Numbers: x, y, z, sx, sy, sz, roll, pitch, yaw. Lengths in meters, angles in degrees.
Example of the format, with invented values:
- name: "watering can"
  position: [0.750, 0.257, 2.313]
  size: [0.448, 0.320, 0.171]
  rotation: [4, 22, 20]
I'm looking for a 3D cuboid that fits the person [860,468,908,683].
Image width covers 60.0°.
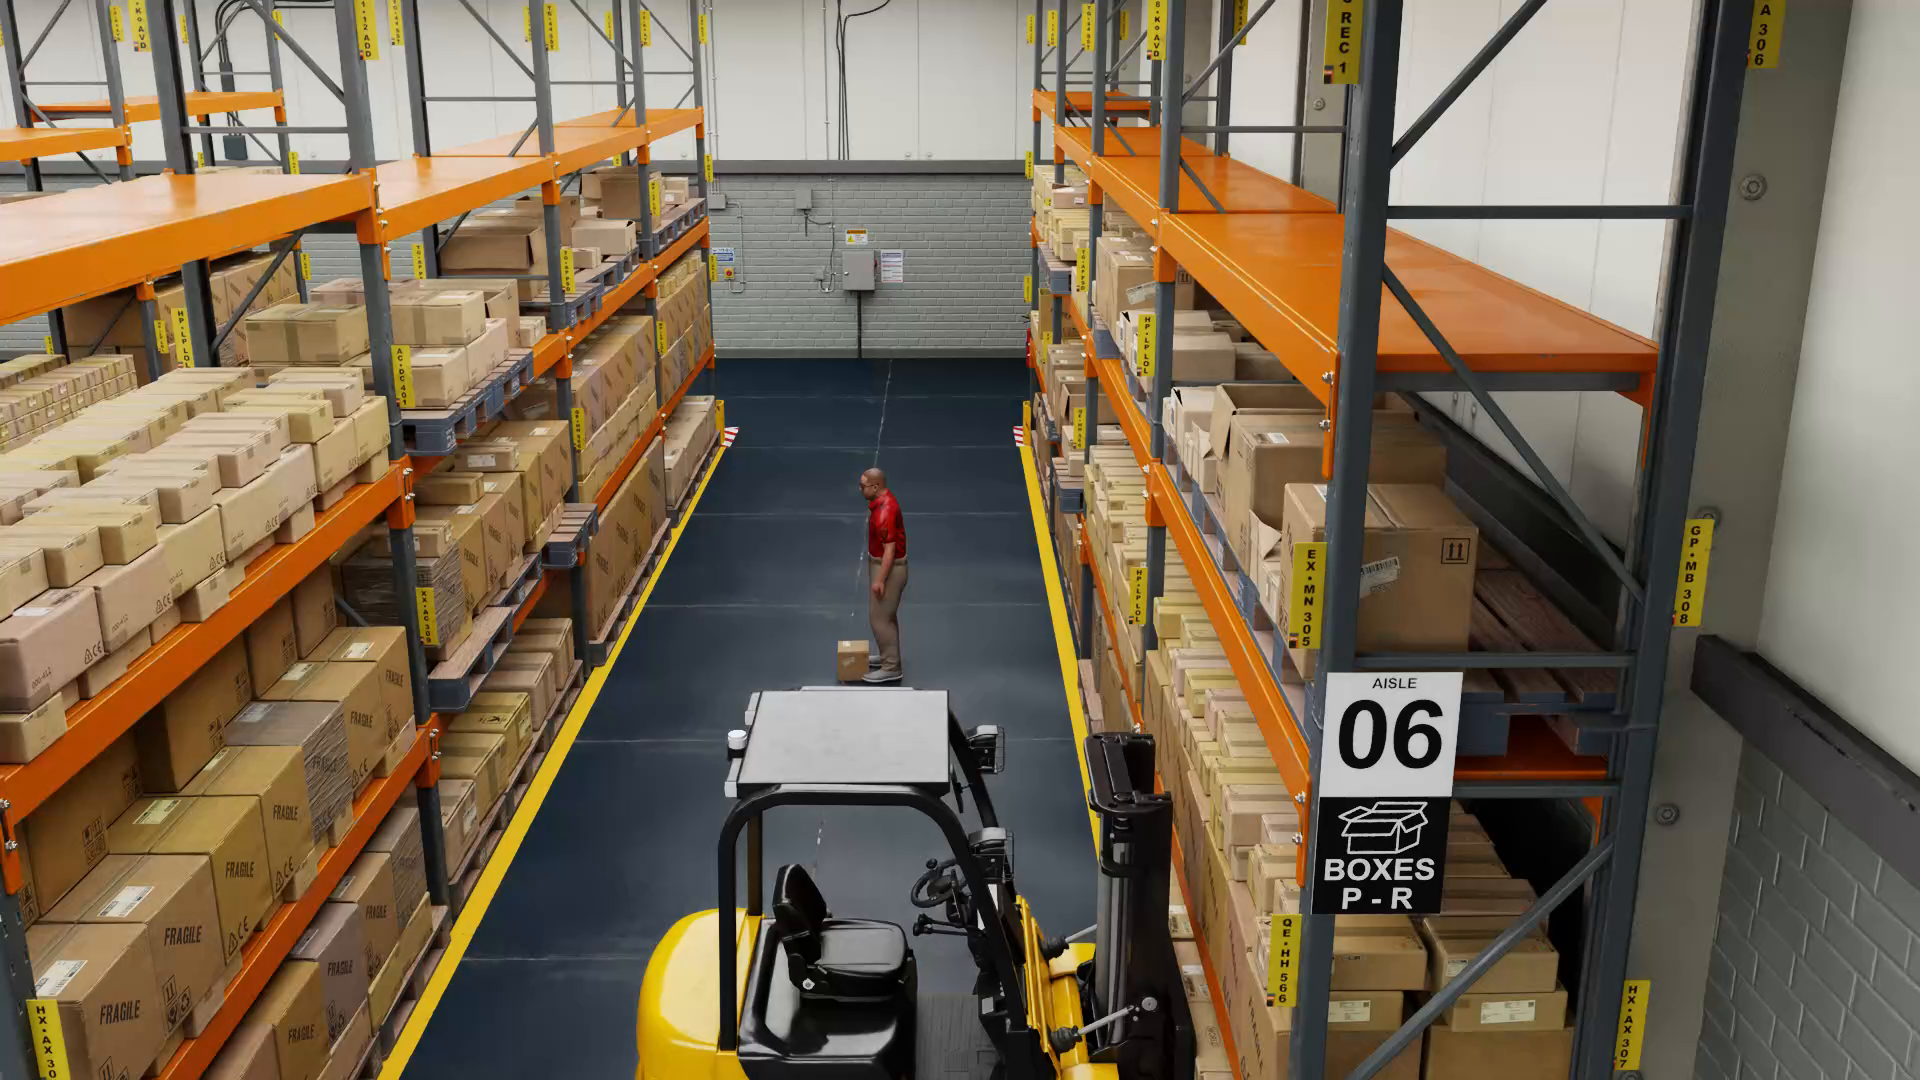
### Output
- name: "person"
  position: [-0.606, 0.261, 13.214]
  size: [0.388, 1.726, 0.590]
  rotation: [0, 17, -1]
